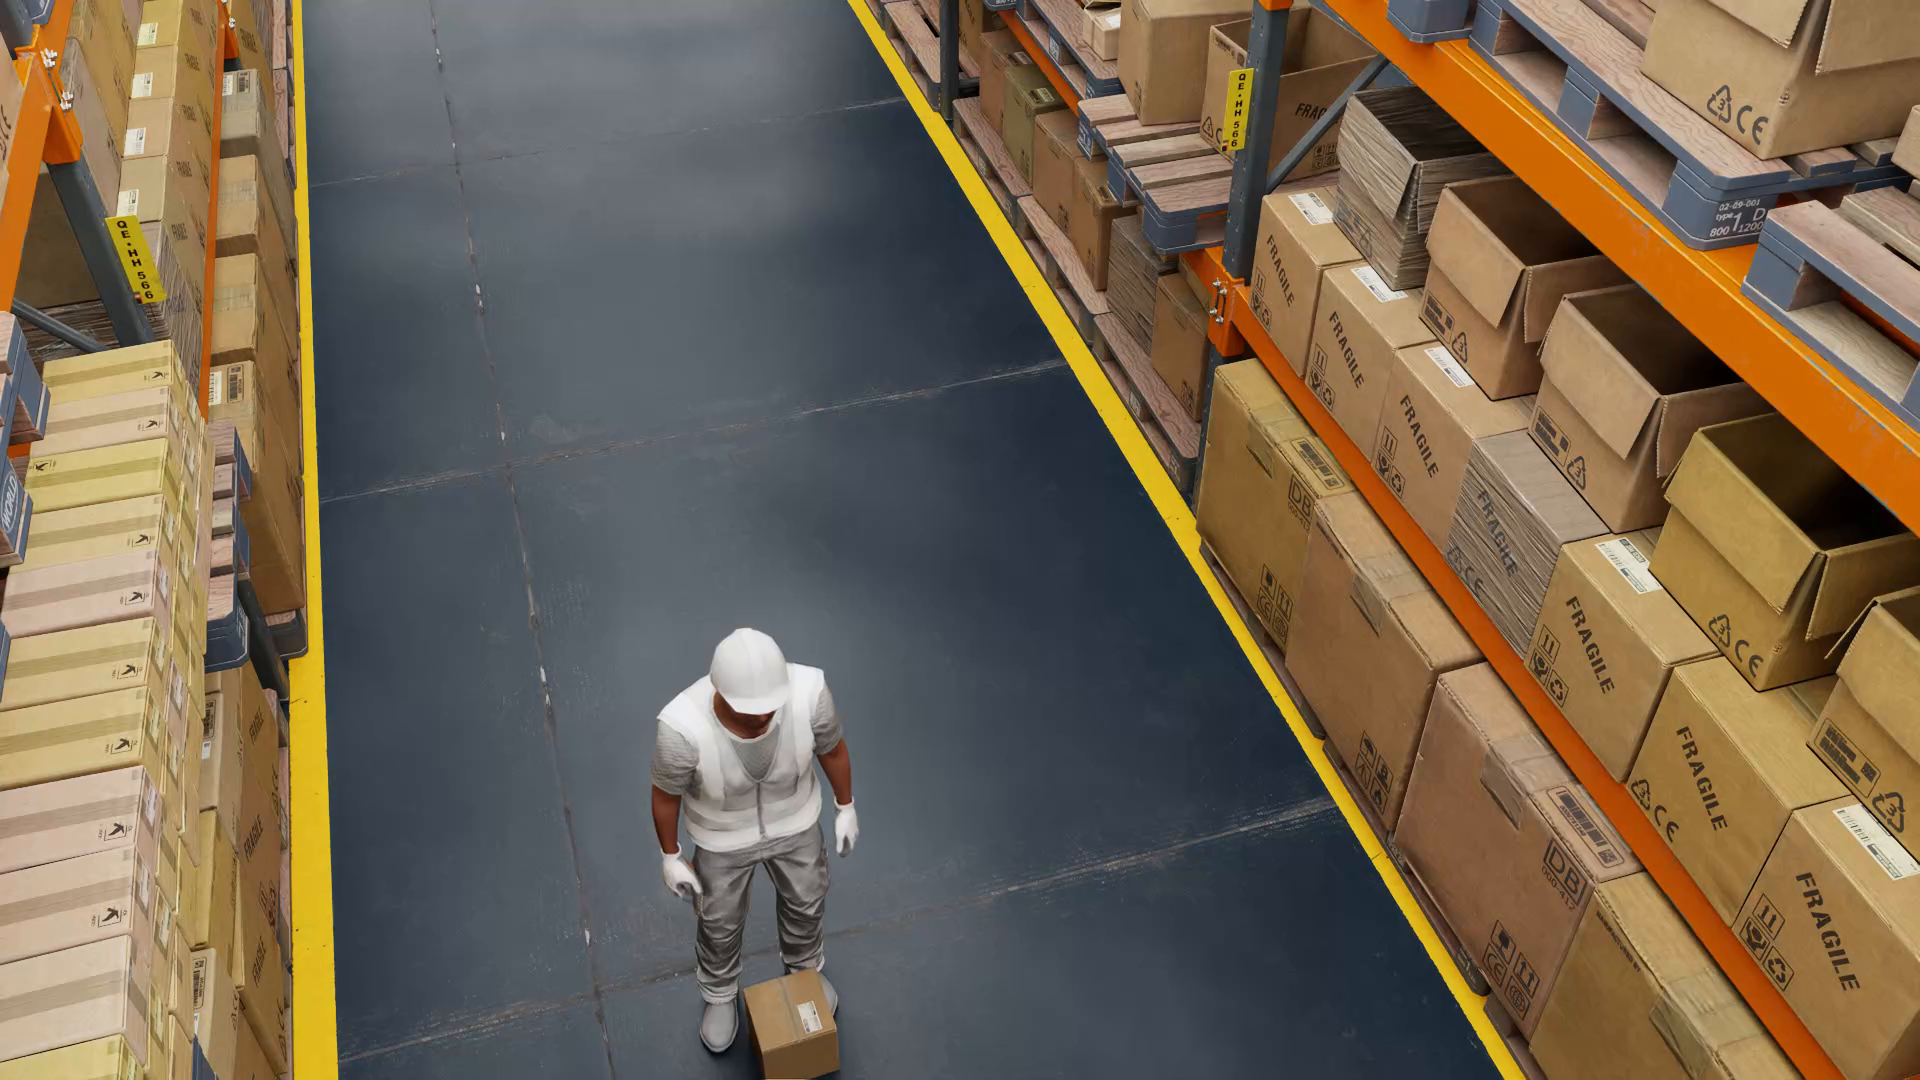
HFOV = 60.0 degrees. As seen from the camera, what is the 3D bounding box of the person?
[{"bbox_3d":[-0.622,0.901,5.145,0.631,1.776,0.443,-14,44,-15],"label":"person"}]
